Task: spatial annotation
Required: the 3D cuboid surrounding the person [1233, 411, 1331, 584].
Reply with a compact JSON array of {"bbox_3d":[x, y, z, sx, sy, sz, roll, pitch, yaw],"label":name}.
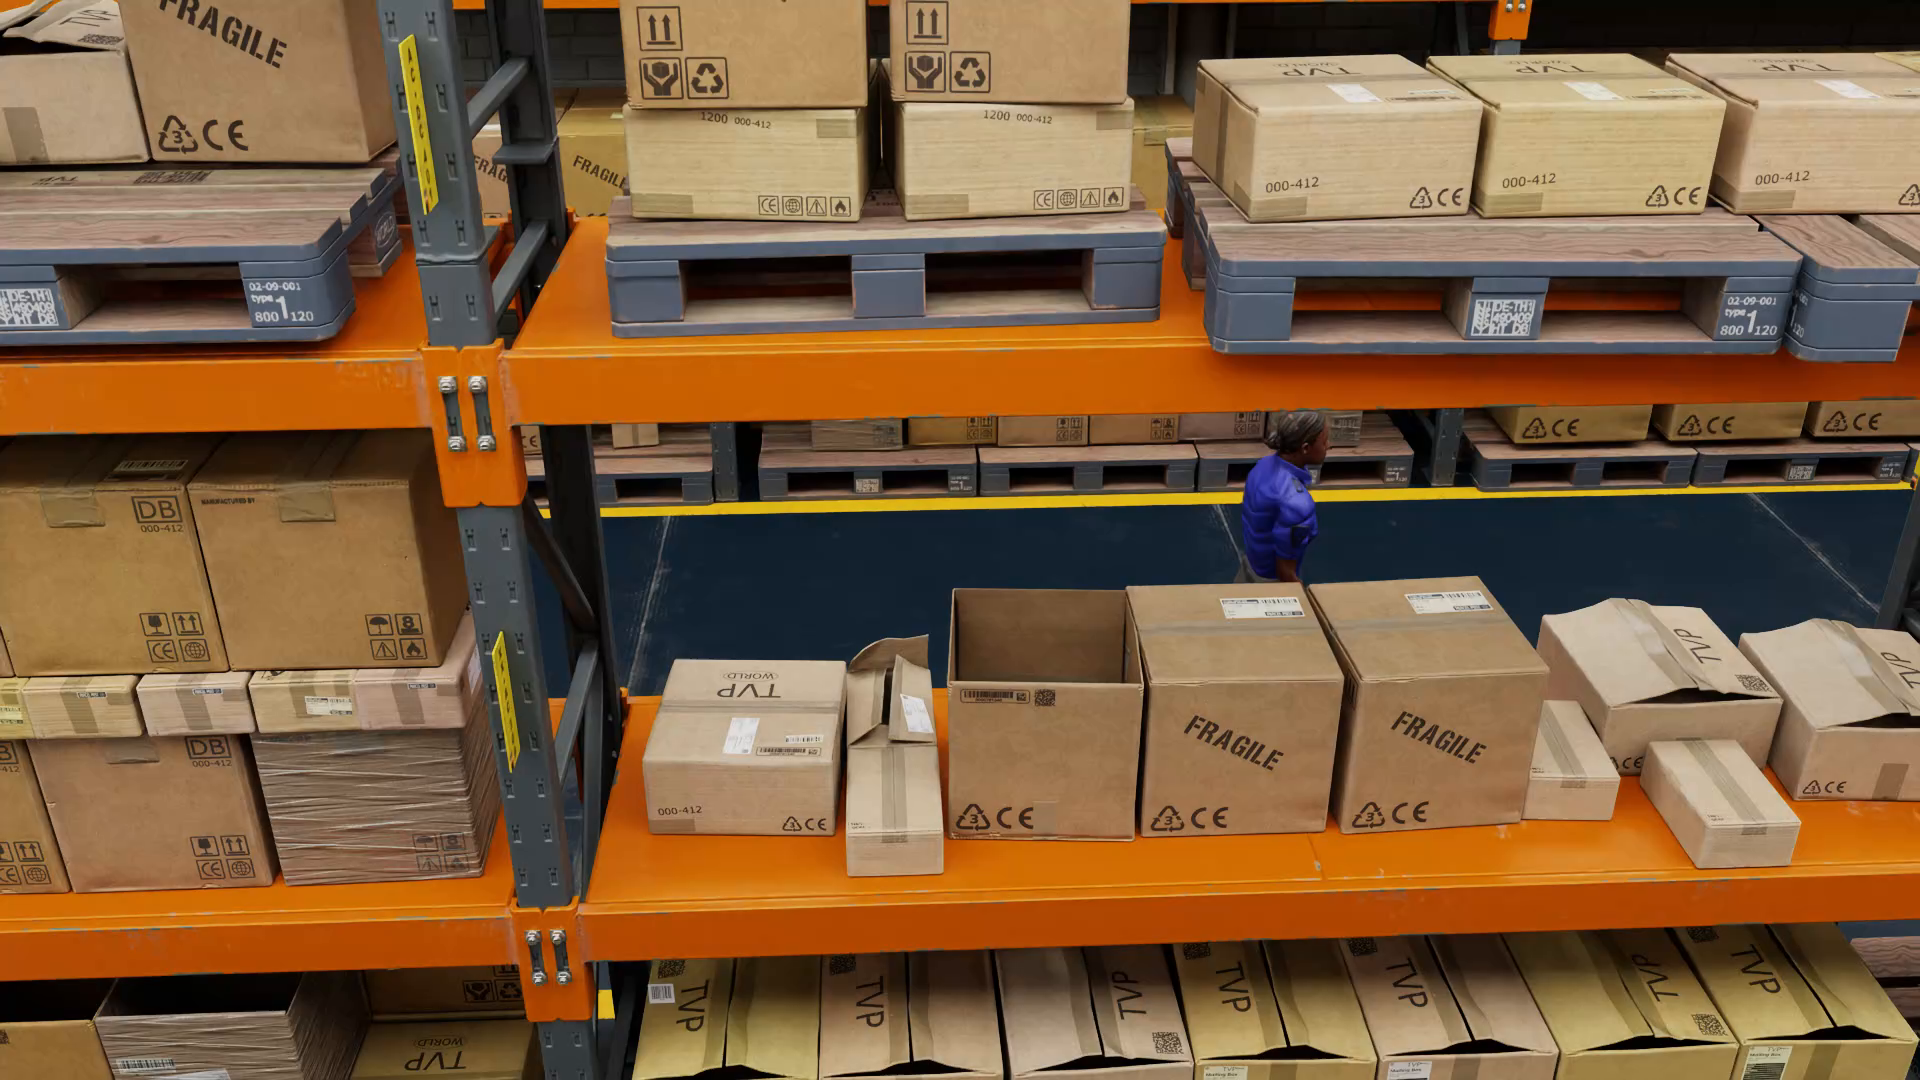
[{"bbox_3d":[1.278,0.244,6.532,0.398,1.659,0.494,-2,28,-4],"label":"person"}]
